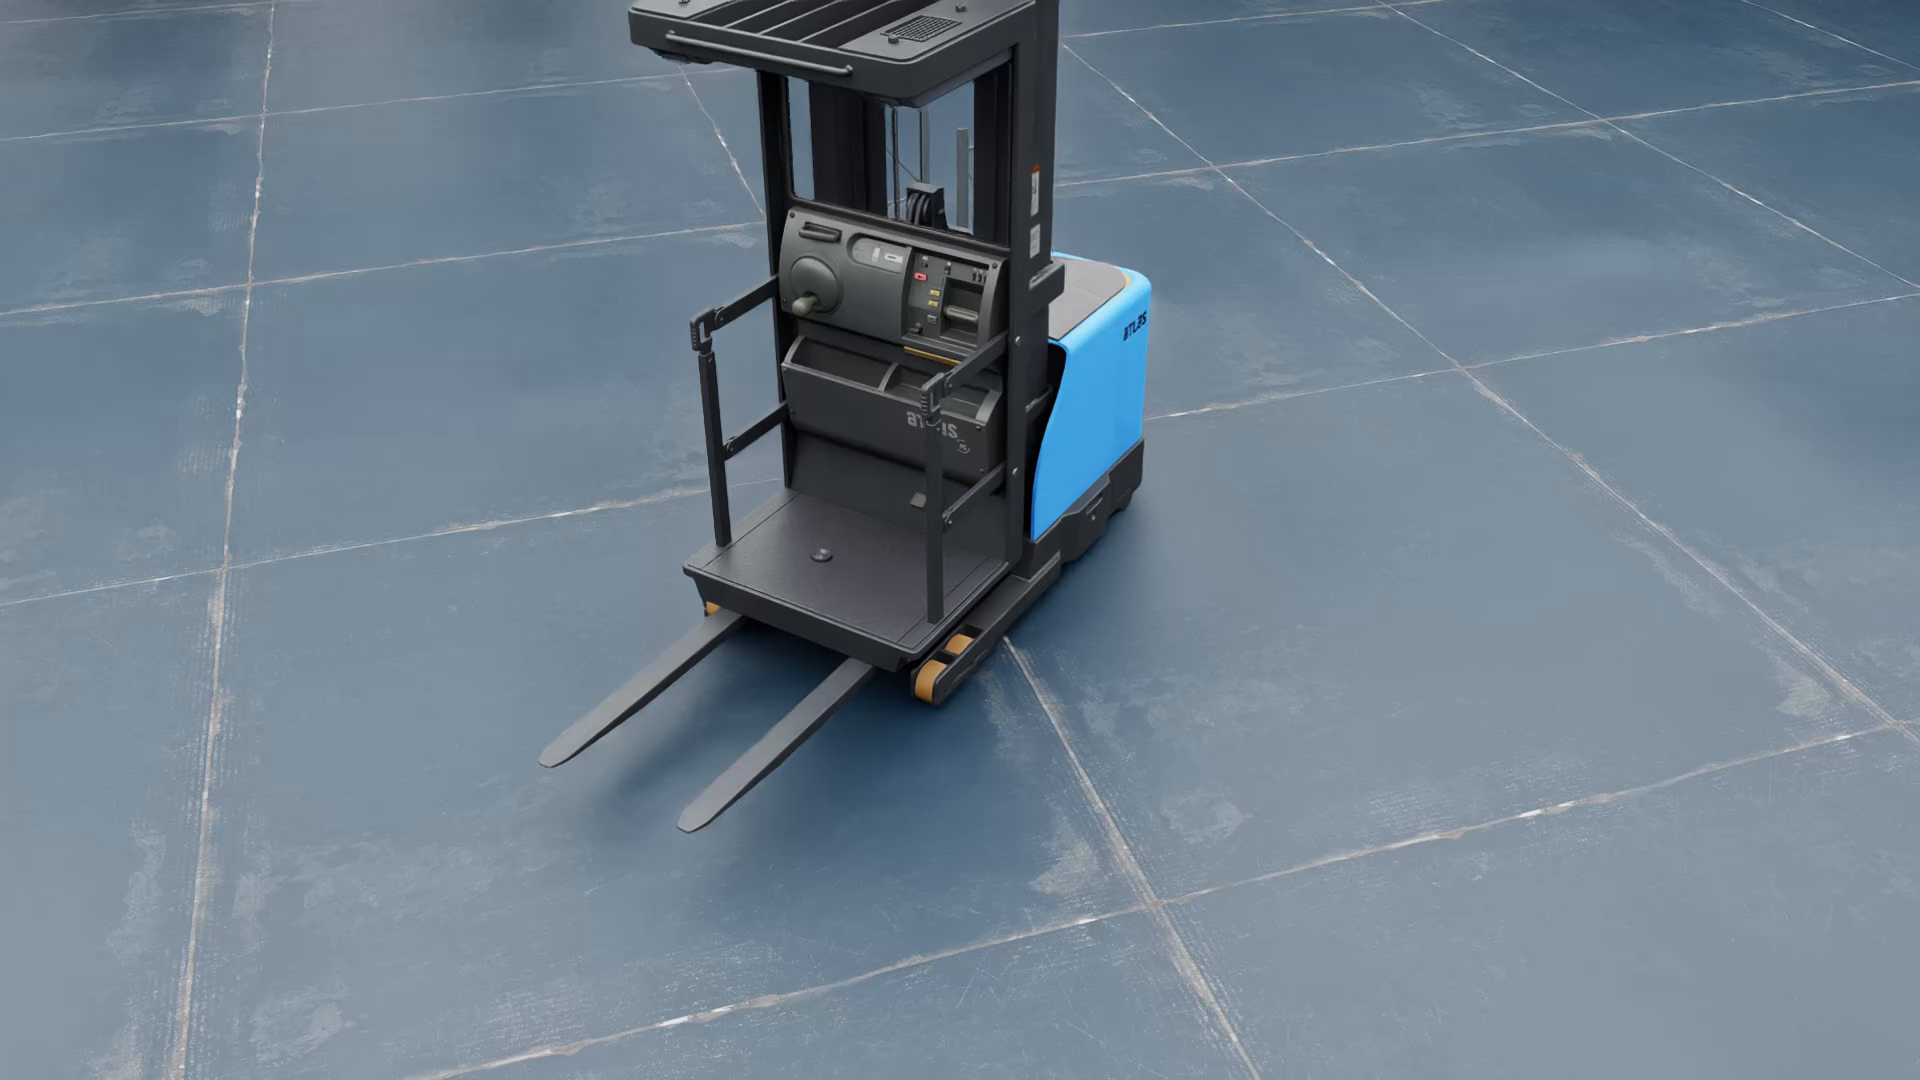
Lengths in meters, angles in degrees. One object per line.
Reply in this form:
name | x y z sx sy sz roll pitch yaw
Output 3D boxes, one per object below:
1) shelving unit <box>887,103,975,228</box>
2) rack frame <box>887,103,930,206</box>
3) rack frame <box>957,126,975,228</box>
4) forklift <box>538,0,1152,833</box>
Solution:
shelving unit | -0.087 -1.480 8.129 0.587 1.500 1.083 -20 39 -28
rack frame | -0.367 -1.707 8.474 0.500 1.500 0.032 -20 39 -28
rack frame | 0.204 -1.243 7.771 0.500 1.500 0.032 -20 39 -28
forklift | -0.375 -0.893 5.943 1.130 2.935 3.031 19 38 26
